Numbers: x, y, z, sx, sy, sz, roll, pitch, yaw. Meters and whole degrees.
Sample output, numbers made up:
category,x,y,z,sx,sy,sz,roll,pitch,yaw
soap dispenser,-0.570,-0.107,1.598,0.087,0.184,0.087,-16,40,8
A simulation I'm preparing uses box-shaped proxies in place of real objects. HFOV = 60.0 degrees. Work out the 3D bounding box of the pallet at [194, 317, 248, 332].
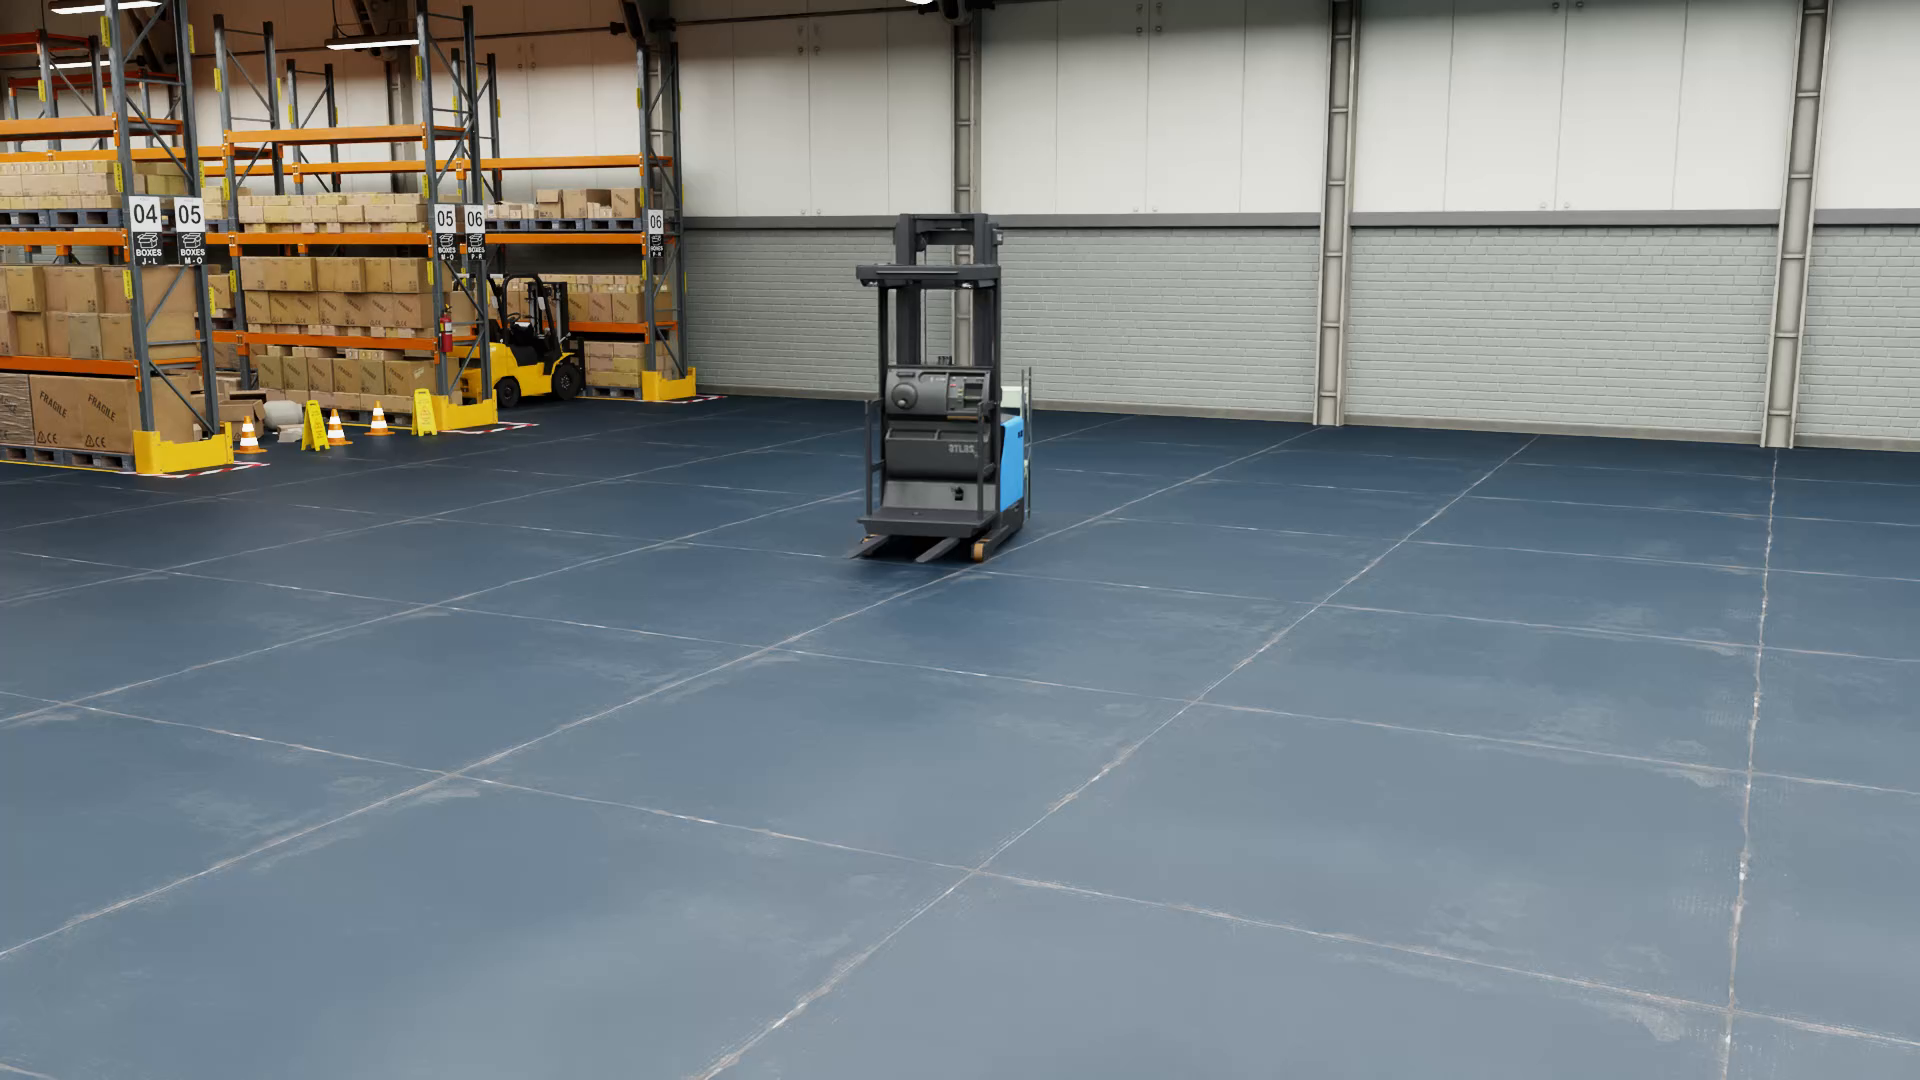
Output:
category,x,y,z,sx,sy,sz,roll,pitch,yaw
pallet,-11.457,-3.452,26.421,1.213,0.211,1.003,5,11,26

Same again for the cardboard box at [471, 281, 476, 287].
category,x,y,z,sx,sy,sz,roll,pitch,yaw
cardboard box,-8.863,-4.686,30.600,0.250,0.149,0.380,5,11,25

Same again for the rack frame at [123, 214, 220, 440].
category,x,y,z,sx,sy,sz,roll,pitch,yaw
rack frame,-9.349,-2.349,19.789,0.127,3.000,1.000,5,11,26

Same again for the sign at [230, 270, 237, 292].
category,x,y,z,sx,sy,sz,roll,pitch,yaw
sign,-11.078,-3.944,25.348,0.005,0.325,0.100,5,11,26

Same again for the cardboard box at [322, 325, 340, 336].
category,x,y,z,sx,sy,sz,roll,pitch,yaw
cardboard box,-9.314,-3.146,24.894,0.250,0.149,0.380,5,11,26

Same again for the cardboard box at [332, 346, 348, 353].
category,x,y,z,sx,sy,sz,roll,pitch,yaw
cardboard box,-11.677,-3.558,31.956,0.625,0.625,0.875,5,12,28

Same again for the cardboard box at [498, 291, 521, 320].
category,x,y,z,sx,sy,sz,roll,pitch,yaw
cardboard box,-7.886,-4.190,29.679,0.500,0.500,0.500,5,12,27

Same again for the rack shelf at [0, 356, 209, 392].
category,x,y,z,sx,sy,sz,roll,pitch,yaw
rack shelf,-11.142,-2.153,20.723,4.000,0.370,1.077,5,11,26

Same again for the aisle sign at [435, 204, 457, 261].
category,x,y,z,sx,sy,sz,roll,pitch,yaw
aisle sign,-7.322,-4.376,23.686,0.004,0.787,0.394,5,11,26

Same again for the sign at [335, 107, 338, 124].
category,x,y,z,sx,sy,sz,roll,pitch,yaw
sign,-11.988,-8.150,31.925,0.005,0.325,0.100,5,11,26

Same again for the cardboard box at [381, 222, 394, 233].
category,x,y,z,sx,sy,sz,roll,pitch,yaw
cardboard box,-8.154,-4.525,24.090,0.250,0.149,0.380,5,12,28

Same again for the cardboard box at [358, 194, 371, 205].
category,x,y,z,sx,sy,sz,roll,pitch,yaw
cardboard box,-8.555,-4.964,24.282,0.250,0.149,0.380,5,11,26

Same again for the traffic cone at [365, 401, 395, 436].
category,x,y,z,sx,sy,sz,roll,pitch,yaw
traffic cone,-8.205,-1.727,23.476,0.334,0.463,0.336,5,11,26

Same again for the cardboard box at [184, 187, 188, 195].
category,x,y,z,sx,sy,sz,roll,pitch,yaw
cardboard box,-12.337,-5.420,26.171,0.500,0.250,0.500,5,12,27

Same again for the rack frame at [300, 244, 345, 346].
category,x,y,z,sx,sy,sz,roll,pitch,yaw
rack frame,-12.230,-4.571,32.066,0.127,3.000,1.000,5,11,26

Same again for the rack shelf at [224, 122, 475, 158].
category,x,y,z,sx,sy,sz,roll,pitch,yaw
rack shelf,-9.043,-5.902,24.602,4.000,0.370,1.077,5,11,26

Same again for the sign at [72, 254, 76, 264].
category,x,y,z,sx,sy,sz,roll,pitch,yaw
sign,-19.141,-6.014,35.899,0.005,0.325,0.100,5,11,26

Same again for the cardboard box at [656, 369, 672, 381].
category,x,y,z,sx,sy,sz,roll,pitch,yaw
cardboard box,-5.410,-2.864,29.176,0.500,0.250,0.500,5,11,26

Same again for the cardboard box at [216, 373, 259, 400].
category,x,y,z,sx,sy,sz,roll,pitch,yaw
cardboard box,-11.308,-2.418,26.365,0.625,0.372,0.950,5,11,27

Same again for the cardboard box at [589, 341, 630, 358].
category,x,y,z,sx,sy,sz,roll,pitch,yaw
cardboard box,-6.068,-3.312,28.843,0.500,0.250,0.500,5,12,27

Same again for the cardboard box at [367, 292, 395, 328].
category,x,y,z,sx,sy,sz,roll,pitch,yaw
cardboard box,-8.305,-3.382,24.381,0.500,0.500,0.500,5,11,26

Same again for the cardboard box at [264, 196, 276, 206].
category,x,y,z,sx,sy,sz,roll,pitch,yaw
cardboard box,-10.219,-5.093,24.991,0.250,0.149,0.380,5,11,24

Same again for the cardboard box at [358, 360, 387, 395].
category,x,y,z,sx,sy,sz,roll,pitch,yaw
cardboard box,-8.552,-2.433,24.684,0.500,0.500,0.500,6,12,28

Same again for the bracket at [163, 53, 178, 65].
category,x,y,z,sx,sy,sz,roll,pitch,yaw
bracket,-15.828,-9.719,33.557,0.430,0.232,0.235,5,11,26

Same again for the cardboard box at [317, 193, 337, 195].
category,x,y,z,sx,sy,sz,roll,pitch,yaw
cardboard box,-11.688,-6.256,31.213,0.500,0.500,0.500,5,11,26

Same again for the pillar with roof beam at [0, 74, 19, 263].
category,x,y,z,sx,sy,sz,roll,pitch,yaw
pillar with roof beam,-23.329,-7.823,33.185,0.400,9.000,9.100,5,11,26

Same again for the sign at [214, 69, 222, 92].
category,x,y,z,sx,sy,sz,roll,pitch,yaw
sign,-11.077,-6.864,24.819,0.005,0.325,0.100,5,11,26

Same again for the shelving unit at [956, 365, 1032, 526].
category,x,y,z,sx,sy,sz,roll,pitch,yaw
shelving unit,0.283,-0.924,16.124,0.755,1.500,0.431,2,10,13

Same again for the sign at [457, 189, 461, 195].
category,x,y,z,sx,sy,sz,roll,pitch,yaw
sign,-8.875,-6.054,29.500,0.005,0.325,0.100,5,11,26

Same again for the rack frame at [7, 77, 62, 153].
category,x,y,z,sx,sy,sz,roll,pitch,yaw
rack frame,-19.405,-8.154,35.015,0.127,3.000,1.000,5,11,26

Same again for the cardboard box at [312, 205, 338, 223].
category,x,y,z,sx,sy,sz,roll,pitch,yaw
cardboard box,-9.199,-4.813,24.565,0.500,0.250,0.500,5,11,26

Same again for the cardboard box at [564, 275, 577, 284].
category,x,y,z,sx,sy,sz,roll,pitch,yaw
cardboard box,-6.659,-4.535,28.927,0.250,0.149,0.380,5,12,27

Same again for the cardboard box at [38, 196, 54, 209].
category,x,y,z,sx,sy,sz,roll,pitch,yaw
cardboard box,-10.710,-4.010,19.787,0.250,0.149,0.380,5,11,25

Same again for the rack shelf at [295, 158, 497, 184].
category,x,y,z,sx,sy,sz,roll,pitch,yaw
rack shelf,-10.437,-6.815,30.760,4.000,0.370,1.077,5,11,26

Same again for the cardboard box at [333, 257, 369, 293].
category,x,y,z,sx,sy,sz,roll,pitch,yaw
cardboard box,-8.757,-3.906,24.464,0.500,0.500,0.700,5,11,25

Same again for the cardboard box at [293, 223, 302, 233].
category,x,y,z,sx,sy,sz,roll,pitch,yaw
cardboard box,-9.742,-4.671,24.901,0.250,0.149,0.380,5,11,24

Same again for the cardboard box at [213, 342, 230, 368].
category,x,y,z,sx,sy,sz,roll,pitch,yaw
cardboard box,-14.556,-3.709,33.139,0.500,0.500,0.500,5,11,24

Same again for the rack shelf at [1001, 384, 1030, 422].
category,x,y,z,sx,sy,sz,roll,pitch,yaw
rack shelf,0.284,-1.308,16.055,0.720,0.370,0.431,2,10,13

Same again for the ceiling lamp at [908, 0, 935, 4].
category,x,y,z,sx,sy,sz,roll,pitch,yaw
ceiling lamp,-0.679,-8.616,21.181,0.800,3.185,2.000,5,11,26

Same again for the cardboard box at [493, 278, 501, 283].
category,x,y,z,sx,sy,sz,roll,pitch,yaw
cardboard box,-8.206,-4.695,29.812,0.250,0.149,0.380,5,11,27

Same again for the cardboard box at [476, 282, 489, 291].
category,x,y,z,sx,sy,sz,roll,pitch,yaw
cardboard box,-8.474,-4.557,29.887,0.250,0.149,0.380,5,11,25

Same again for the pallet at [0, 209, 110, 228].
category,x,y,z,sx,sy,sz,roll,pitch,yaw
pallet,-11.117,-3.934,20.373,1.213,0.211,1.003,5,11,26

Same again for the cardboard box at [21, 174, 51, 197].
category,x,y,z,sx,sy,sz,roll,pitch,yaw
cardboard box,-10.809,-4.227,19.866,0.500,0.250,0.500,5,11,25

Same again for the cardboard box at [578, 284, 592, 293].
category,x,y,z,sx,sy,sz,roll,pitch,yaw
cardboard box,-6.417,-4.372,28.864,0.250,0.149,0.380,5,11,24

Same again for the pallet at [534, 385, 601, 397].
category,x,y,z,sx,sy,sz,roll,pitch,yaw
pallet,-6.850,-2.719,29.659,1.213,0.211,1.003,5,11,26

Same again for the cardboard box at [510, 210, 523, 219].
category,x,y,z,sx,sy,sz,roll,pitch,yaw
cardboard box,-7.686,-5.720,29.235,0.250,0.149,0.380,5,12,28

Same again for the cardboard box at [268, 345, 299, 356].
category,x,y,z,sx,sy,sz,roll,pitch,yaw
cardboard box,-10.341,-2.896,25.423,0.250,0.149,0.380,5,11,27

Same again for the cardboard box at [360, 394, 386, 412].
category,x,y,z,sx,sy,sz,roll,pitch,yaw
cardboard box,-8.554,-2.064,24.755,0.500,0.250,0.500,5,11,26

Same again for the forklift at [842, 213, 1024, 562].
category,x,y,z,sx,sy,sz,roll,pitch,yaw
forklift,-0.242,-1.329,14.346,1.130,2.935,3.031,3,11,14

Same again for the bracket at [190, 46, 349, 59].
category,x,y,z,sx,sy,sz,roll,pitch,yaw
bracket,-13.502,-9.515,32.428,4.783,0.066,0.076,5,11,26

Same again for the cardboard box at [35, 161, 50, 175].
category,x,y,z,sx,sy,sz,roll,pitch,yaw
cardboard box,-10.710,-4.402,19.717,0.250,0.149,0.380,5,11,26

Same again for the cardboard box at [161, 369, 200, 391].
category,x,y,z,sx,sy,sz,roll,pitch,yaw
cardboard box,-11.597,-2.319,24.514,0.500,0.500,0.500,5,11,26

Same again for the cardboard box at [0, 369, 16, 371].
category,x,y,z,sx,sy,sz,roll,pitch,yaw
cardboard box,-12.403,-1.765,21.346,0.875,0.875,0.875,5,11,27

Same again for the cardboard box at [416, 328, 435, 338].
category,x,y,z,sx,sy,sz,roll,pitch,yaw
cardboard box,-7.679,-3.020,24.197,0.250,0.149,0.380,5,12,28

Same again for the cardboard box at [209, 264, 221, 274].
category,x,y,z,sx,sy,sz,roll,pitch,yaw
cardboard box,-12.121,-4.347,26.711,0.250,0.149,0.380,6,12,29
